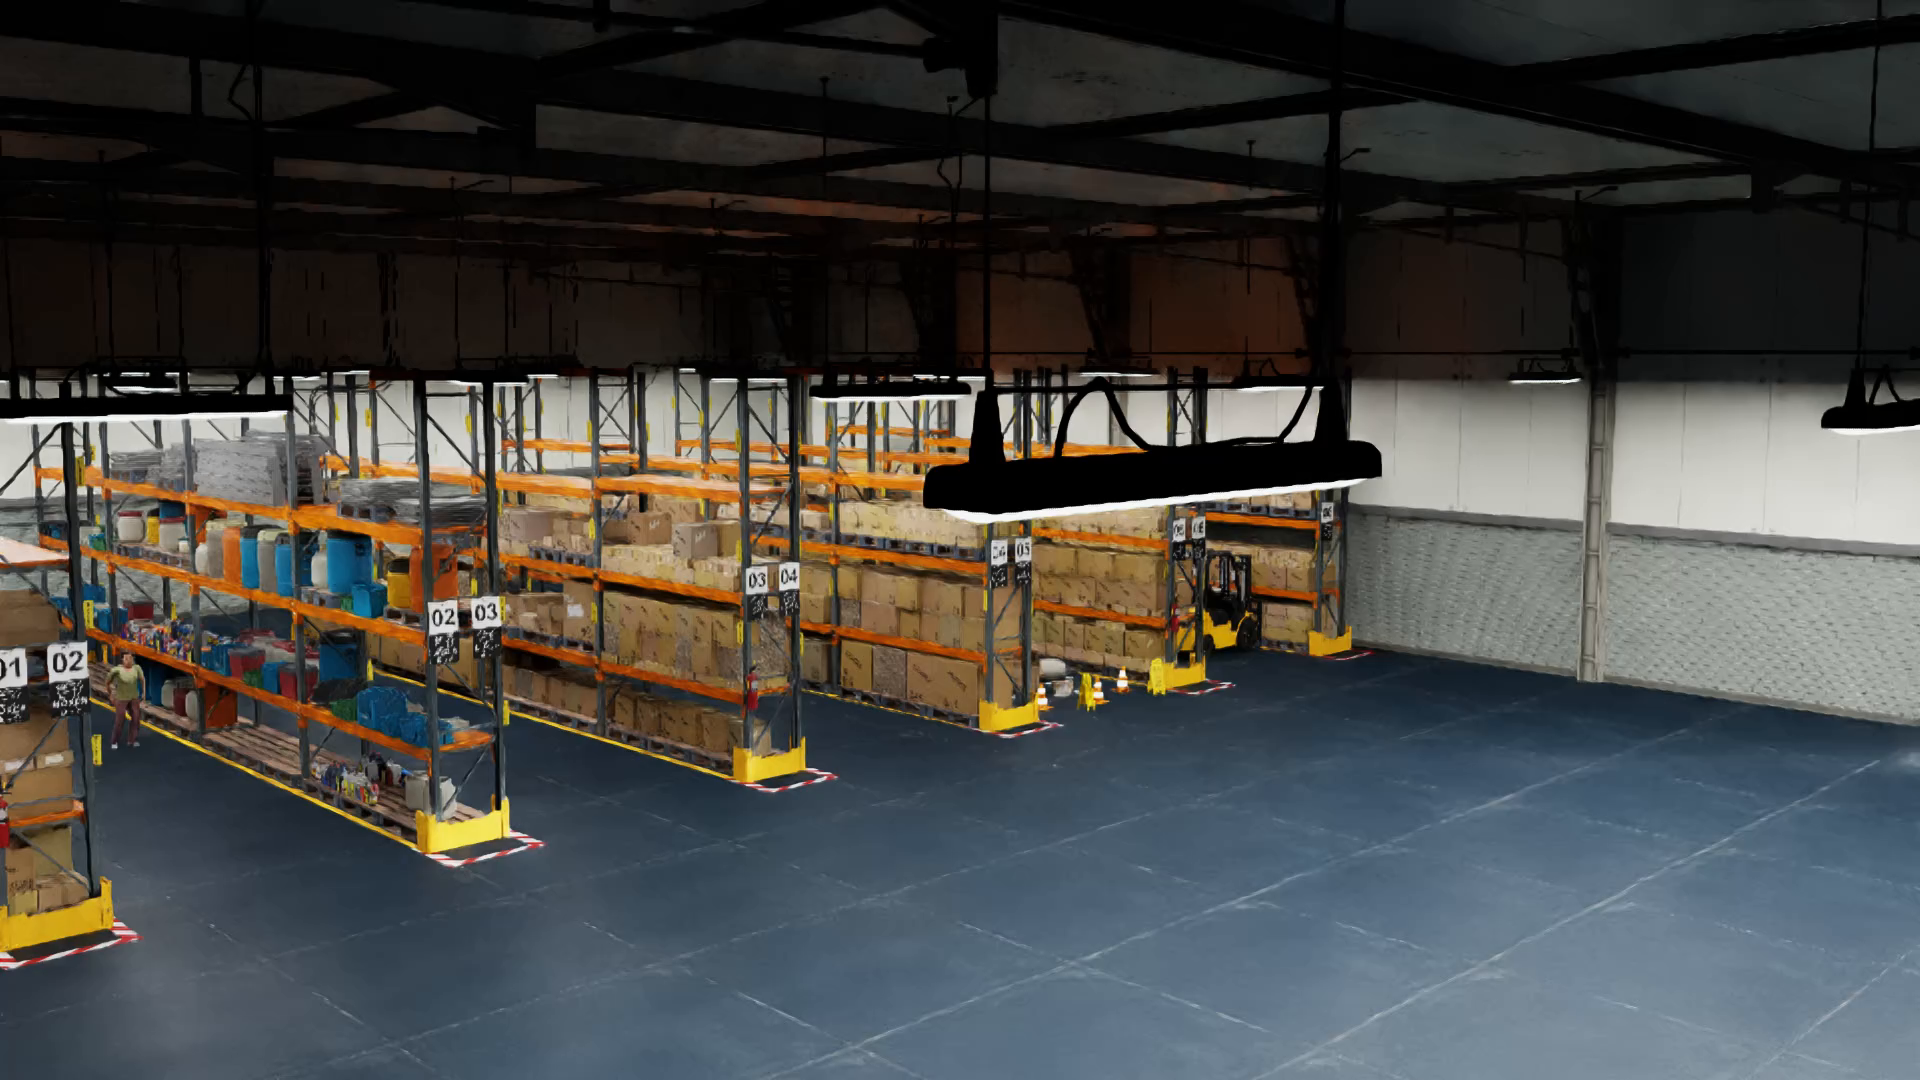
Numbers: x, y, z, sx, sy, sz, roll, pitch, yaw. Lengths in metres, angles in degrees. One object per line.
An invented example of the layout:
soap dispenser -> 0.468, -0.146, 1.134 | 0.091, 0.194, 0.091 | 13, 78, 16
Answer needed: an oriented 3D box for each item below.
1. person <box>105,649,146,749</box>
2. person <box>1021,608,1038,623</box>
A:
person -> -13.340, 2.536, 26.608 | 0.598, 1.618, 0.507 | -6, 9, -44
person -> 1.746, 1.114, 38.414 | 0.629, 1.760, 0.787 | -2, 7, -18
